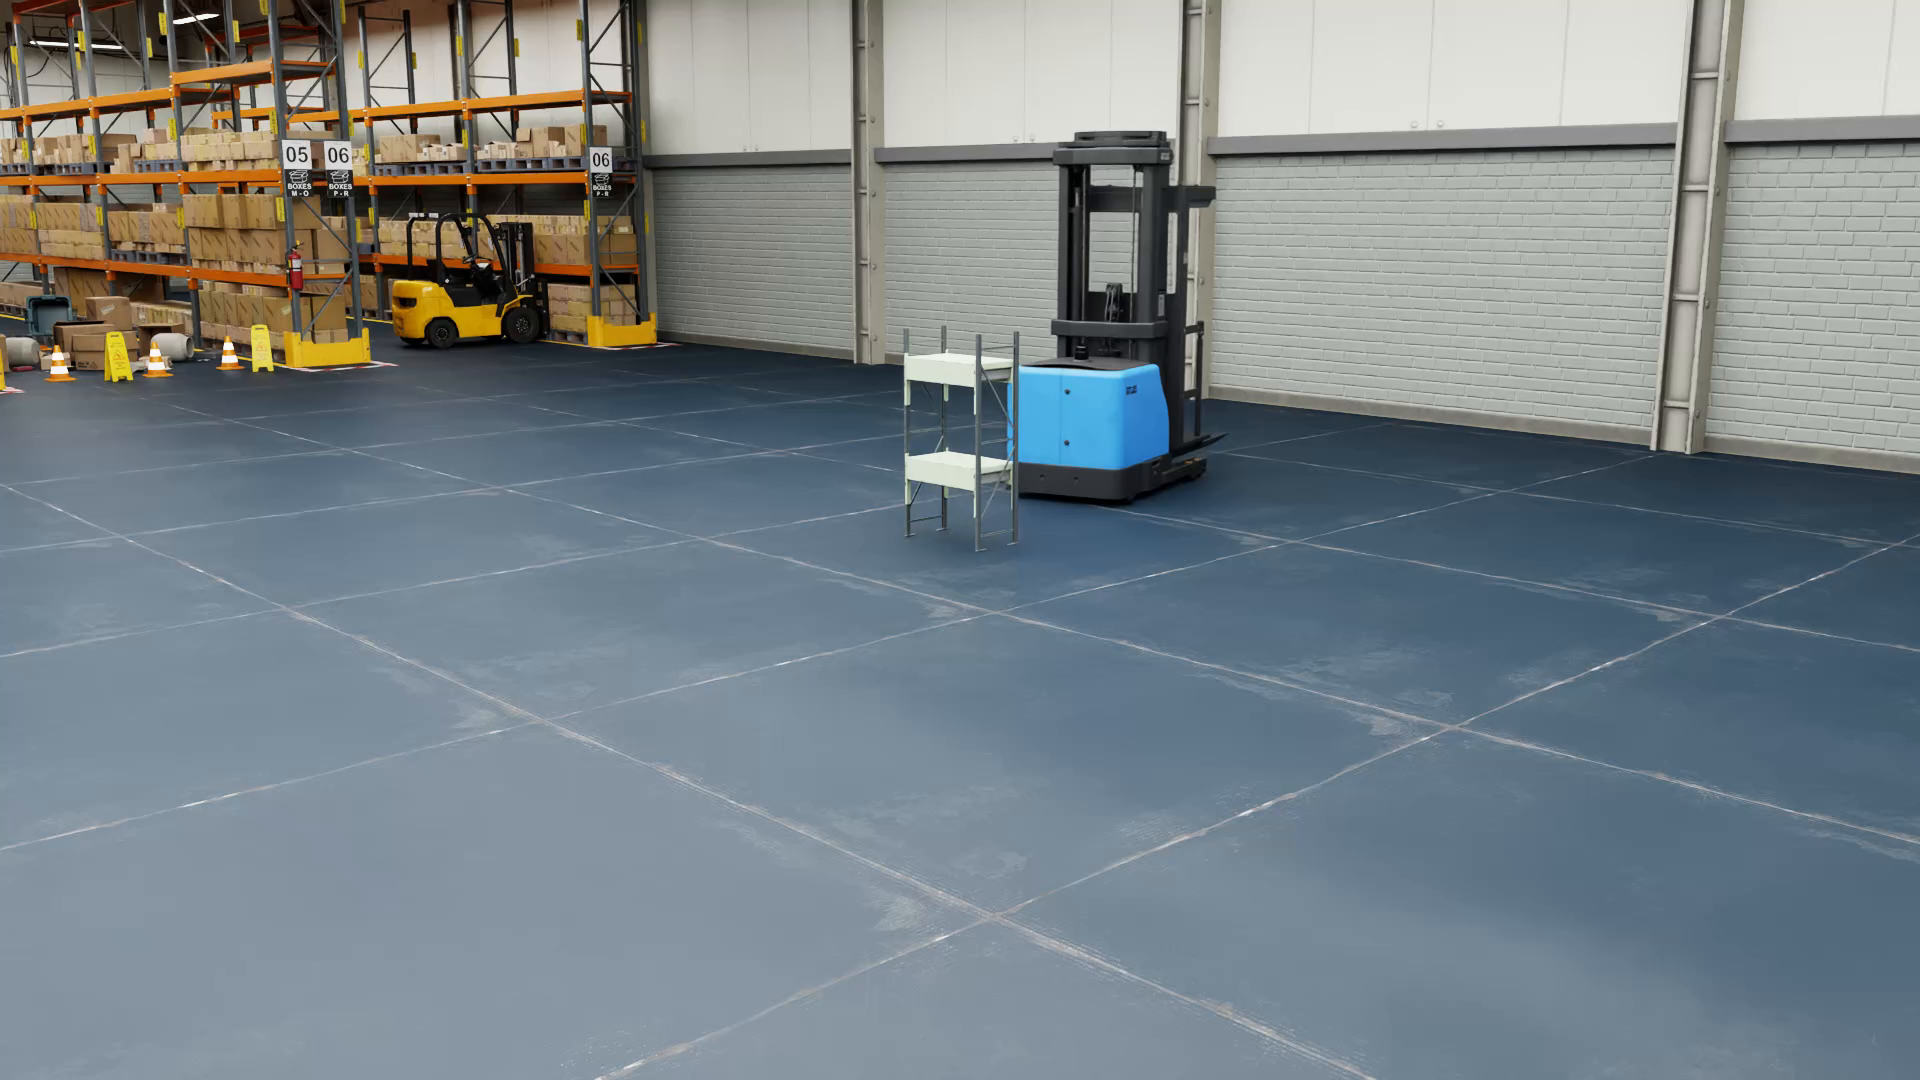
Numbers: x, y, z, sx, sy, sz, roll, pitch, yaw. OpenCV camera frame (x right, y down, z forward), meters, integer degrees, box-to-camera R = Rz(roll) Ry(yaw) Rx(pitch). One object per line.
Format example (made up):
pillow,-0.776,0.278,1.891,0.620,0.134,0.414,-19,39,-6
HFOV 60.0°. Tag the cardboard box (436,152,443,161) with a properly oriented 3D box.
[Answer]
cardboard box,-9.388,-7.042,30.557,0.380,0.149,0.250,-11,16,-43

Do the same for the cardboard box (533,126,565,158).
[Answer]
cardboard box,-6.763,-6.706,28.056,0.700,0.500,0.500,-11,16,-42

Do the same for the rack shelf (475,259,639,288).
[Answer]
rack shelf,-7.027,-4.678,28.969,1.077,0.370,4.000,-11,16,-43

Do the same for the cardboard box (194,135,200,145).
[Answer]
cardboard box,-11.638,-6.202,25.794,0.250,0.149,0.380,11,16,43

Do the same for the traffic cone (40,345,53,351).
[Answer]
traffic cone,-14.788,-3.277,26.670,0.336,0.463,0.334,-11,16,-43

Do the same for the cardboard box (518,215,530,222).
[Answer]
cardboard box,-7.456,-5.570,28.922,0.380,0.149,0.250,-11,16,-43

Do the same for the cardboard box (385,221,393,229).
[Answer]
cardboard box,-10.979,-6.147,32.458,0.380,0.149,0.250,-10,16,-41

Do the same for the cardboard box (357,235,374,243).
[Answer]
cardboard box,-11.902,-6.031,33.335,0.380,0.149,0.250,-11,16,-42

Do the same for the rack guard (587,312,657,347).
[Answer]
rack guard,-5.630,-3.511,27.715,1.175,0.500,0.348,-11,16,-43

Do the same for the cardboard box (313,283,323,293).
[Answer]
cardboard box,-13.387,-5.293,35.324,0.500,0.500,0.500,-11,16,-43

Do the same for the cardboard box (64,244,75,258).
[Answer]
cardboard box,-16.368,-5.397,31.045,0.500,0.250,0.500,-11,16,-43

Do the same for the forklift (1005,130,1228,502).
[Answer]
forklift,1.514,-1.992,14.318,1.130,2.935,3.031,6,13,28

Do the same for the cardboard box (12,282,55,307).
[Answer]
cardboard box,-19.117,-5.118,34.627,0.875,0.438,0.875,-10,16,-41

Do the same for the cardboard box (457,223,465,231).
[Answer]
cardboard box,-8.997,-5.743,30.500,0.380,0.149,0.250,-11,16,-43

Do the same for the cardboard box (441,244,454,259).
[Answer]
cardboard box,-9.297,-5.359,30.861,0.500,0.250,0.500,-11,16,-43

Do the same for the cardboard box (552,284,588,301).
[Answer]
cardboard box,-6.547,-4.185,28.087,0.500,0.250,0.500,-11,16,-42

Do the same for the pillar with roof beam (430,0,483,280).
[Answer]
pillar with roof beam,-12.732,-8.180,29.315,9.100,9.000,0.548,-11,16,-43

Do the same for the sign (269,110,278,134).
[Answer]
sign,-9.649,-5.875,23.366,0.100,0.325,0.005,-11,16,-43

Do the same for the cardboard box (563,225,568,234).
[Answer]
cardboard box,-6.421,-5.197,27.846,0.380,0.149,0.250,-11,16,-42

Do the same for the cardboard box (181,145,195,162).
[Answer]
cardboard box,-11.890,-6.069,26.139,0.500,0.250,0.500,-11,16,-44

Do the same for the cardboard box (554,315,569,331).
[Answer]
cardboard box,-6.536,-3.696,28.192,0.500,0.250,0.500,-11,16,-43

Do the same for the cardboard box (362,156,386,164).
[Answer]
cardboard box,-11.590,-7.516,32.907,0.380,0.149,0.250,-10,16,-41

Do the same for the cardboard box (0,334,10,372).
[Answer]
cardboard box,-13.692,-2.619,23.380,0.500,0.500,0.500,-8,14,-33

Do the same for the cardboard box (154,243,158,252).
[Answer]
cardboard box,-13.245,-4.901,27.846,0.380,0.149,0.250,-11,16,-43

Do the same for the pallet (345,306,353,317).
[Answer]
pallet,-12.498,-4.833,34.846,1.003,0.211,1.213,-11,16,-43

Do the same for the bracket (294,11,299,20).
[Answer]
bracket,-14.306,-11.430,36.168,0.235,0.232,0.430,-11,16,-43

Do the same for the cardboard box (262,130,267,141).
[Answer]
cardboard box,-9.831,-5.835,24.010,0.380,0.149,0.250,-11,16,-42

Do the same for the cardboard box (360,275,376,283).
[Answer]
cardboard box,-11.906,-5.278,33.642,0.250,0.149,0.380,11,16,42

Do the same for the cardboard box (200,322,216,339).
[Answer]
cardboard box,-11.784,-3.366,26.588,0.500,0.250,0.500,11,16,43

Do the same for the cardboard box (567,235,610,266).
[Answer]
cardboard box,-6.176,-4.823,27.640,0.500,0.500,0.500,-11,16,-44

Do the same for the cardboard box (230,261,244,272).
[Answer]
cardboard box,-10.940,-4.196,25.466,0.380,0.149,0.250,-11,16,-43

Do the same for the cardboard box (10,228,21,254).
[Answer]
cardboard box,-18.743,-6.025,33.473,0.500,0.500,0.500,-11,16,-43

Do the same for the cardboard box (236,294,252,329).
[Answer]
cardboard box,-10.682,-3.504,25.400,0.500,0.500,0.500,11,16,44

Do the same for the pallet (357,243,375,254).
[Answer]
pallet,-11.690,-5.902,33.599,1.213,0.211,1.003,-11,16,-43

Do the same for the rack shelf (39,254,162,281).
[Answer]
rack shelf,-16.140,-5.154,31.276,1.077,0.370,4.000,-11,16,-43

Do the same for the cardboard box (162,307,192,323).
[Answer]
cardboard box,-12.859,-3.730,28.053,0.950,0.372,0.625,-10,15,-39

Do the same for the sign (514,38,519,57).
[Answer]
sign,-7.990,-8.870,29.955,0.100,0.325,0.005,-11,16,-43

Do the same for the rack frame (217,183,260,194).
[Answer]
rack frame,-16.696,-7.074,38.813,1.000,3.000,0.127,-11,16,-43

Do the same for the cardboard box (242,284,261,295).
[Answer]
cardboard box,-10.630,-3.791,25.187,0.380,0.149,0.250,-10,15,-40

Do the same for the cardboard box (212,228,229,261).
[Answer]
cardboard box,-11.193,-4.577,25.708,0.500,0.500,0.500,-11,16,-43

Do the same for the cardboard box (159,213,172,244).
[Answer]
cardboard box,-12.824,-5.138,27.393,0.500,0.500,0.500,-11,16,-42

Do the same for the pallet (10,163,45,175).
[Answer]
pallet,-18.078,-7.345,32.913,1.003,0.211,1.213,-11,16,-43

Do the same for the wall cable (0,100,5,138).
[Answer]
wall cable,-23.869,-10.215,39.194,2.355,3.000,0.029,-11,16,-43

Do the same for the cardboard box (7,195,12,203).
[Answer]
cardboard box,-18.981,-6.884,33.559,0.380,0.149,0.250,-11,16,-43

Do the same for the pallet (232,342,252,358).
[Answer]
pallet,-10.660,-2.994,25.918,1.003,0.211,1.213,-11,16,-43

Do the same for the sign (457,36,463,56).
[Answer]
sign,-8.793,-8.680,29.230,0.100,0.325,0.005,-11,16,-43

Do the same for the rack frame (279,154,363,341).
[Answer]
rack frame,-9.234,-4.047,24.120,1.000,3.000,0.127,-11,16,-43

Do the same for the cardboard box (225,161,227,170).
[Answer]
cardboard box,-10.892,-5.671,25.194,0.380,0.149,0.250,-11,16,-42

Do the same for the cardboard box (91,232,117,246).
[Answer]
cardboard box,-15.277,-5.421,29.922,0.500,0.250,0.500,-11,16,-43

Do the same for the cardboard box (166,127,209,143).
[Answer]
cardboard box,-12.489,-6.544,26.897,0.500,0.250,0.500,-10,16,-41

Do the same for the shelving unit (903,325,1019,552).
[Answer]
shelving unit,0.005,-0.734,11.755,0.431,1.500,0.755,-11,16,-43

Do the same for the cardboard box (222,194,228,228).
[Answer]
cardboard box,-10.759,-5.002,25.295,0.700,0.500,0.500,-11,16,-43
